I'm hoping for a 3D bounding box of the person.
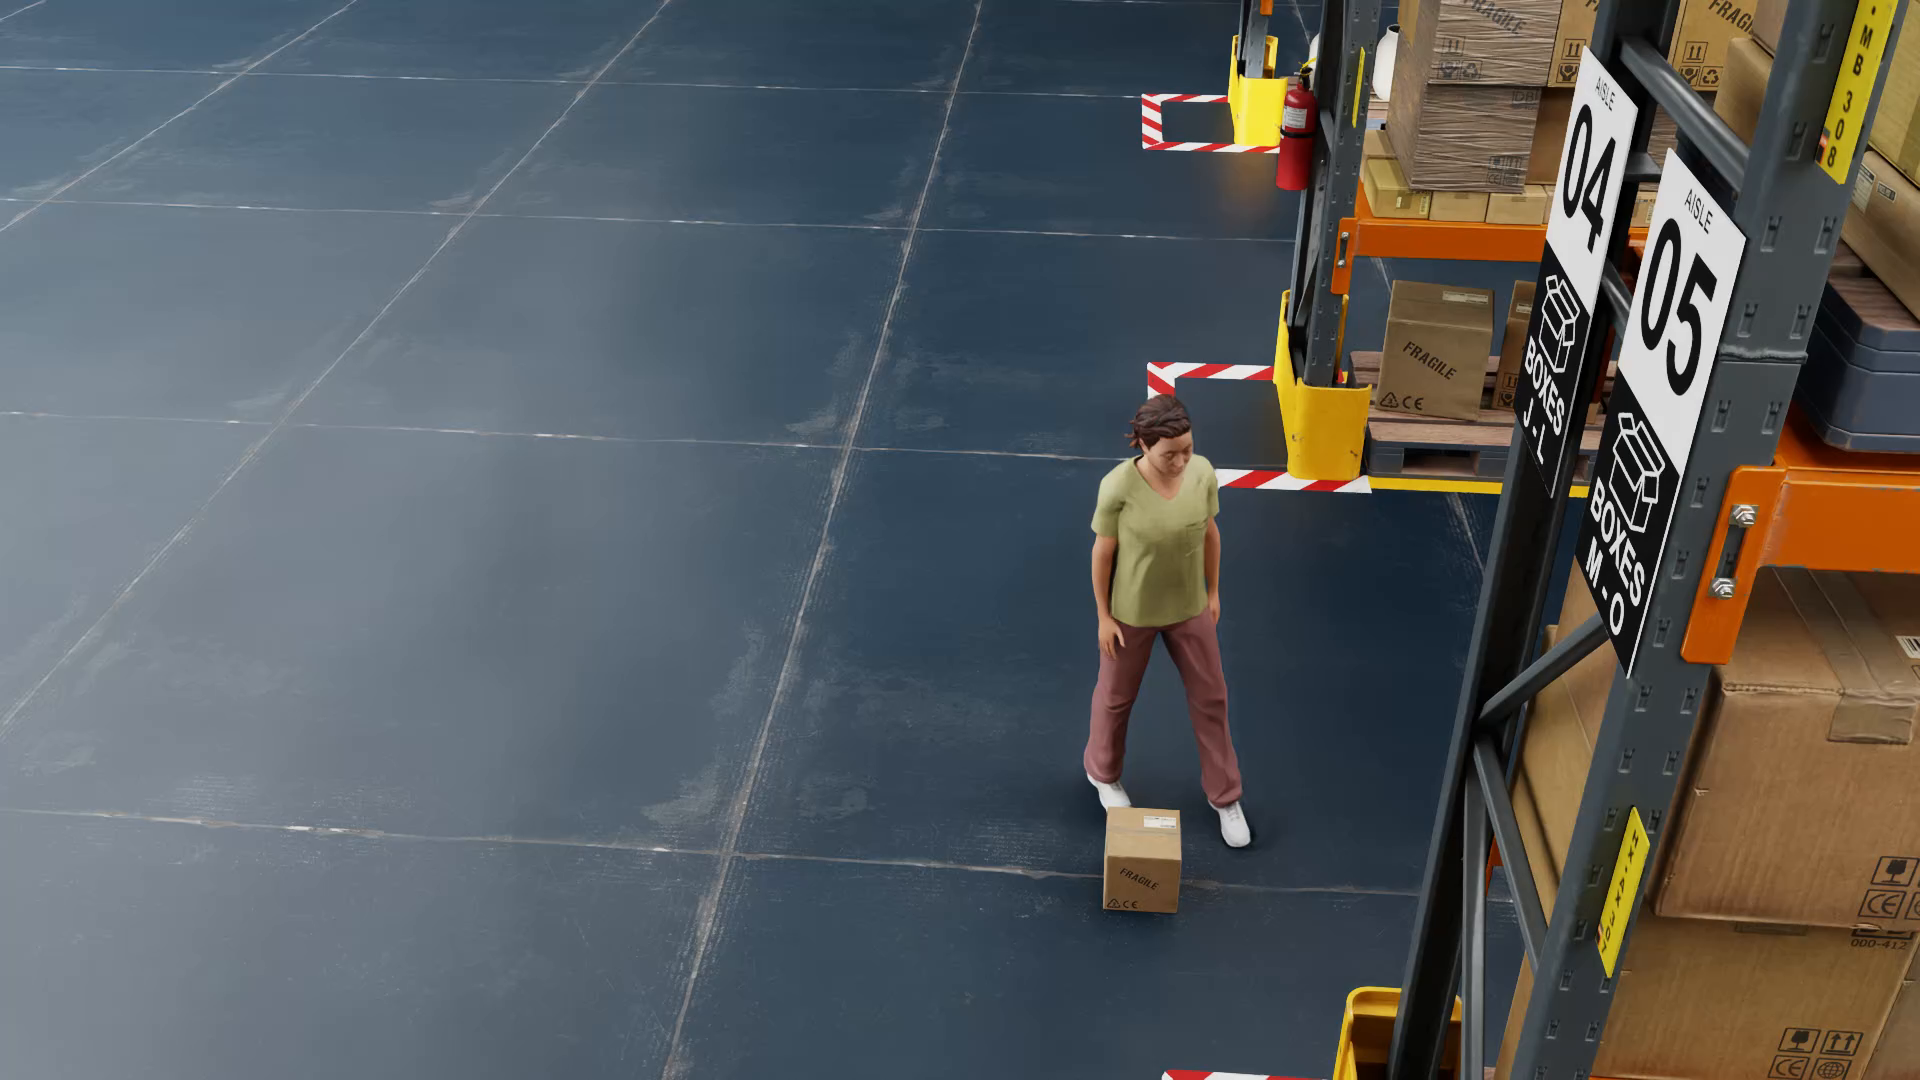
[{"bbox_3d":[0.737,0.284,5.666,0.551,1.671,0.561,-7,33,-10],"label":"person"}]
